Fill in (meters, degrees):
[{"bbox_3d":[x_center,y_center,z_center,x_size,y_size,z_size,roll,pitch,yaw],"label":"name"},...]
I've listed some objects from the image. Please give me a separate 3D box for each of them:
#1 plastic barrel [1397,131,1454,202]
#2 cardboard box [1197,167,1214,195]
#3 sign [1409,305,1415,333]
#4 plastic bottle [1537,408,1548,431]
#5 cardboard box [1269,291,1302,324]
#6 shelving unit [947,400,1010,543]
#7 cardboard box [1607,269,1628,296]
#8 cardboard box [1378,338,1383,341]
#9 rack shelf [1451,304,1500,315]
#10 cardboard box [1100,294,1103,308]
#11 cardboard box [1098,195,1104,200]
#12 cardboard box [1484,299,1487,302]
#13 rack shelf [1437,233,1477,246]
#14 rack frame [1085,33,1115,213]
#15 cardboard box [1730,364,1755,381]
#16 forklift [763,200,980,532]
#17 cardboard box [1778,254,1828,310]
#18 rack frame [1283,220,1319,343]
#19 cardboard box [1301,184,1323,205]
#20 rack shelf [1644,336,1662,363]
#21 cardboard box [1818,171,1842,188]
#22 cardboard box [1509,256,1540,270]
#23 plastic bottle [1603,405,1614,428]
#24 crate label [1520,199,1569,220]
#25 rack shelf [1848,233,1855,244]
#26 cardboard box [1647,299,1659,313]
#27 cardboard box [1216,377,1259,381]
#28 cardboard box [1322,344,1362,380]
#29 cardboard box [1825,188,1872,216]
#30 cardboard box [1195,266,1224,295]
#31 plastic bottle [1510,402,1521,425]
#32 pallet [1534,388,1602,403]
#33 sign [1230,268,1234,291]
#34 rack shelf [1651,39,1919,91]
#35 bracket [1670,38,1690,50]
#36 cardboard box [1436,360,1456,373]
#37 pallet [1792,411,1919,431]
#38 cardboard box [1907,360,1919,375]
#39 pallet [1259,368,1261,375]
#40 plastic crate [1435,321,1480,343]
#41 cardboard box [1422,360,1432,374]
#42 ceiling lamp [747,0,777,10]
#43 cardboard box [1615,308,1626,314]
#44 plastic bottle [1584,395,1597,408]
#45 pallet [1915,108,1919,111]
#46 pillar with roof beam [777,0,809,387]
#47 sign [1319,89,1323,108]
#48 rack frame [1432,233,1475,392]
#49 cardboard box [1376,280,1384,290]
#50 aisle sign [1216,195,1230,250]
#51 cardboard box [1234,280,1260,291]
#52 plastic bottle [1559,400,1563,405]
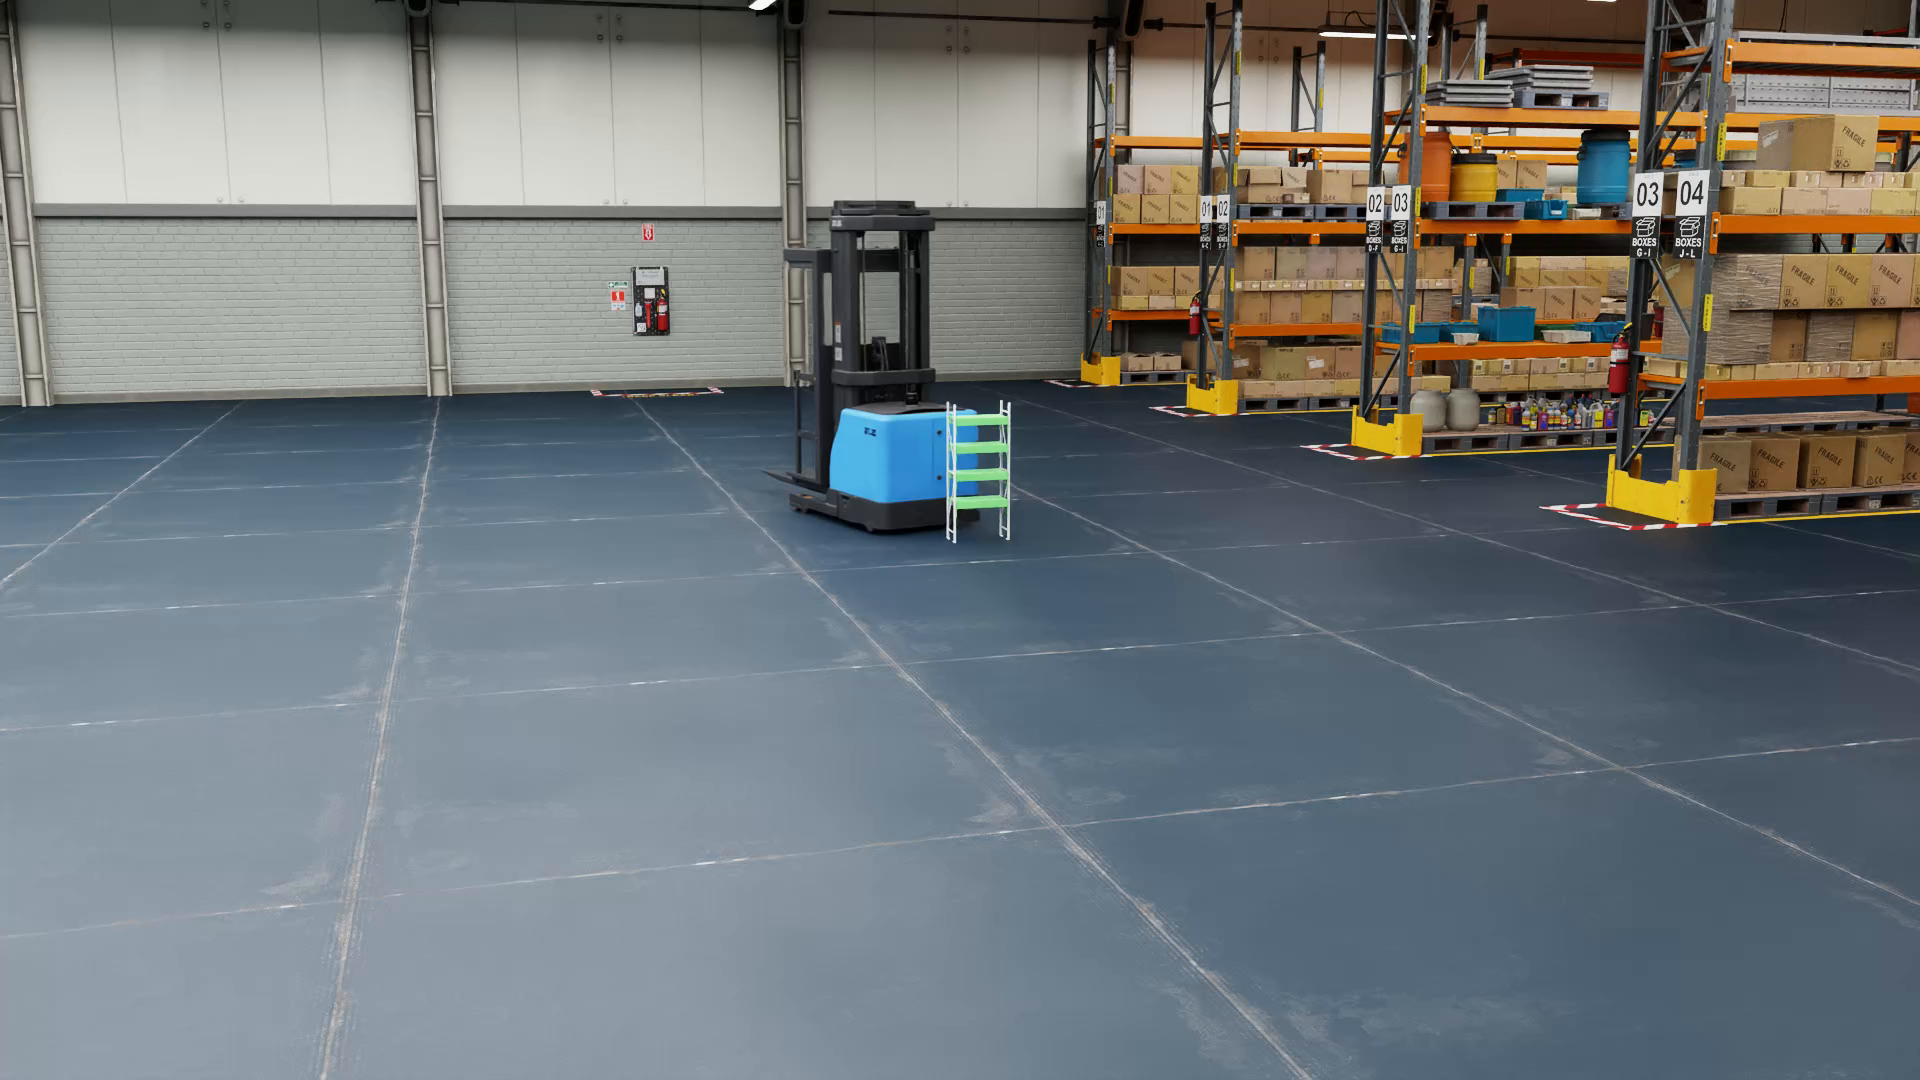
[{"bbox_3d":[5.652,-4.524,20.206,0.708,0.830,0.600,-3,11,-16],"label":"plastic barrel"},{"bbox_3d":[4.278,-6.475,30.054,0.500,0.500,0.500,-3,11,-16],"label":"cardboard box"},{"bbox_3d":[5.371,-2.625,19.755,0.005,0.325,0.100,-3,11,-16],"label":"sign"},{"bbox_3d":[7.271,-1.511,20.756,0.133,0.283,0.061,-3,11,-15],"label":"plastic bottle"},{"bbox_3d":[4.795,-3.544,25.235,0.500,0.500,0.700,-3,11,-14],"label":"cardboard box"},{"bbox_3d":[0.159,-0.598,14.483,0.503,1.200,0.258,-3,11,-16],"label":"shelving unit"},{"bbox_3d":[12.629,-5.001,32.272,0.500,0.500,0.500,-3,11,-16],"label":"cardboard box"},{"bbox_3d":[7.978,-3.590,31.451,0.500,0.500,0.700,-3,11,-15],"label":"cardboard box"},{"bbox_3d":[8.213,-4.257,31.370,4.000,0.370,1.077,-3,11,-16],"label":"rack shelf"},{"bbox_3d":[2.847,-4.300,29.979,0.500,0.250,0.500,-3,11,-15],"label":"cardboard box"},{"bbox_3d":[2.782,-5.906,29.727,0.500,0.500,0.500,-2,11,-12],"label":"cardboard box"},{"bbox_3d":[10.374,-4.659,32.207,0.250,0.149,0.380,-3,11,-15],"label":"cardboard box"},{"bbox_3d":[9.601,-4.871,26.422,4.000,0.370,1.077,-3,11,-16],"label":"rack shelf"},{"bbox_3d":[2.452,-7.257,29.113,0.127,3.000,1.000,-3,11,-16],"label":"rack frame"},{"bbox_3d":[7.191,-1.582,15.550,0.250,0.149,0.380,-3,11,-16],"label":"cardboard box"},{"bbox_3d":[-0.995,-1.736,15.880,1.130,2.935,3.031,-6,12,-30],"label":"forklift"},{"bbox_3d":[7.692,-2.415,15.522,0.500,0.500,0.500,-3,11,-16],"label":"cardboard box"},{"bbox_3d":[6.293,-4.509,30.755,0.127,3.000,1.000,-3,11,-16],"label":"rack frame"},{"bbox_3d":[5.406,-5.285,25.383,0.500,0.311,0.500,-2,11,-9],"label":"cardboard box"},{"bbox_3d":[10.982,-2.534,22.015,4.000,0.370,1.077,-3,11,-16],"label":"rack shelf"},{"bbox_3d":[7.934,-3.338,15.423,0.250,0.149,0.380,-3,11,-16],"label":"cardboard box"},{"bbox_3d":[10.669,-5.265,31.638,0.500,0.250,0.500,-3,11,-15],"label":"cardboard box"},{"bbox_3d":[8.195,-1.560,21.020,0.133,0.283,0.061,-2,11,-12],"label":"plastic bottle"},{"bbox_3d":[7.111,-4.024,20.245,0.408,0.251,0.502,-3,11,-16],"label":"crate label"},{"bbox_3d":[17.282,-5.276,28.621,4.000,0.370,1.077,-3,11,-16],"label":"rack shelf"},{"bbox_3d":[11.160,-3.796,27.128,0.500,0.311,0.500,-2,11,-12],"label":"cardboard box"},{"bbox_3d":[4.272,-2.379,25.616,0.500,0.250,0.500,-3,11,-16],"label":"cardboard box"},{"bbox_3d":[5.858,-2.733,25.469,0.500,0.500,0.500,-3,11,-16],"label":"cardboard box"},{"bbox_3d":[8.110,-3.156,15.534,0.500,0.250,0.500,-3,11,-16],"label":"cardboard box"},{"bbox_3d":[4.462,-4.660,29.863,0.500,0.500,0.500,-3,11,-14],"label":"cardboard box"},{"bbox_3d":[7.142,-1.624,21.369,0.133,0.283,0.061,-3,11,-16],"label":"plastic bottle"},{"bbox_3d":[9.551,-2.383,26.909,1.213,0.211,1.003,-3,11,-16],"label":"pallet"},{"bbox_3d":[3.990,-3.814,24.368,0.005,0.325,0.100,-3,11,-16],"label":"sign"},{"bbox_3d":[8.526,-4.420,15.696,4.000,0.370,1.077,-3,11,-16],"label":"rack shelf"},{"bbox_3d":[14.105,-9.738,32.645,0.430,0.232,0.235,-3,11,-16],"label":"bracket"},{"bbox_3d":[7.989,-2.849,26.621,0.500,0.311,0.500,-3,11,-16],"label":"cardboard box"},{"bbox_3d":[12.148,-1.586,22.576,1.213,0.211,1.003,-3,11,-16],"label":"pallet"},{"bbox_3d":[9.108,-1.686,16.113,0.250,0.149,0.380,-3,11,-16],"label":"cardboard box"},{"bbox_3d":[5.658,-3.098,30.790,1.213,0.211,1.003,-3,11,-16],"label":"pallet"},{"bbox_3d":[6.243,-2.621,20.907,0.408,0.251,0.499,-3,11,-16],"label":"plastic crate"},{"bbox_3d":[7.148,-2.902,26.390,0.500,0.500,0.500,-3,11,-16],"label":"cardboard box"},{"bbox_3d":[-2.909,-9.073,22.854,0.800,3.185,2.000,-3,11,-16],"label":"ceiling lamp"},{"bbox_3d":[10.735,-3.634,26.693,0.250,0.149,0.380,-3,11,-16],"label":"cardboard box"},{"bbox_3d":[8.211,-1.707,21.634,0.185,0.351,0.144,-3,11,-16],"label":"plastic bottle"},{"bbox_3d":[13.603,-5.681,22.179,1.003,0.211,1.213,-3,11,-16],"label":"pallet"},{"bbox_3d":[-1.675,-6.391,24.407,0.548,9.000,9.100,-3,11,-16],"label":"pillar with roof beam"},{"bbox_3d":[6.427,-7.863,29.603,0.005,0.325,0.100,-3,11,-16],"label":"sign"},{"bbox_3d":[7.681,-3.648,26.079,0.127,3.000,1.000,-3,11,-16],"label":"rack frame"},{"bbox_3d":[6.260,-3.901,25.386,0.250,0.149,0.380,-3,11,-14],"label":"cardboard box"},{"bbox_3d":[3.863,-4.668,24.436,0.004,0.787,0.394,-3,11,-16],"label":"aisle sign"},{"bbox_3d":[4.277,-3.796,24.816,0.250,0.149,0.380,-3,11,-16],"label":"cardboard box"},{"bbox_3d":[7.819,-1.688,21.718,0.133,0.283,0.061,-3,11,-13],"label":"plastic bottle"}]
